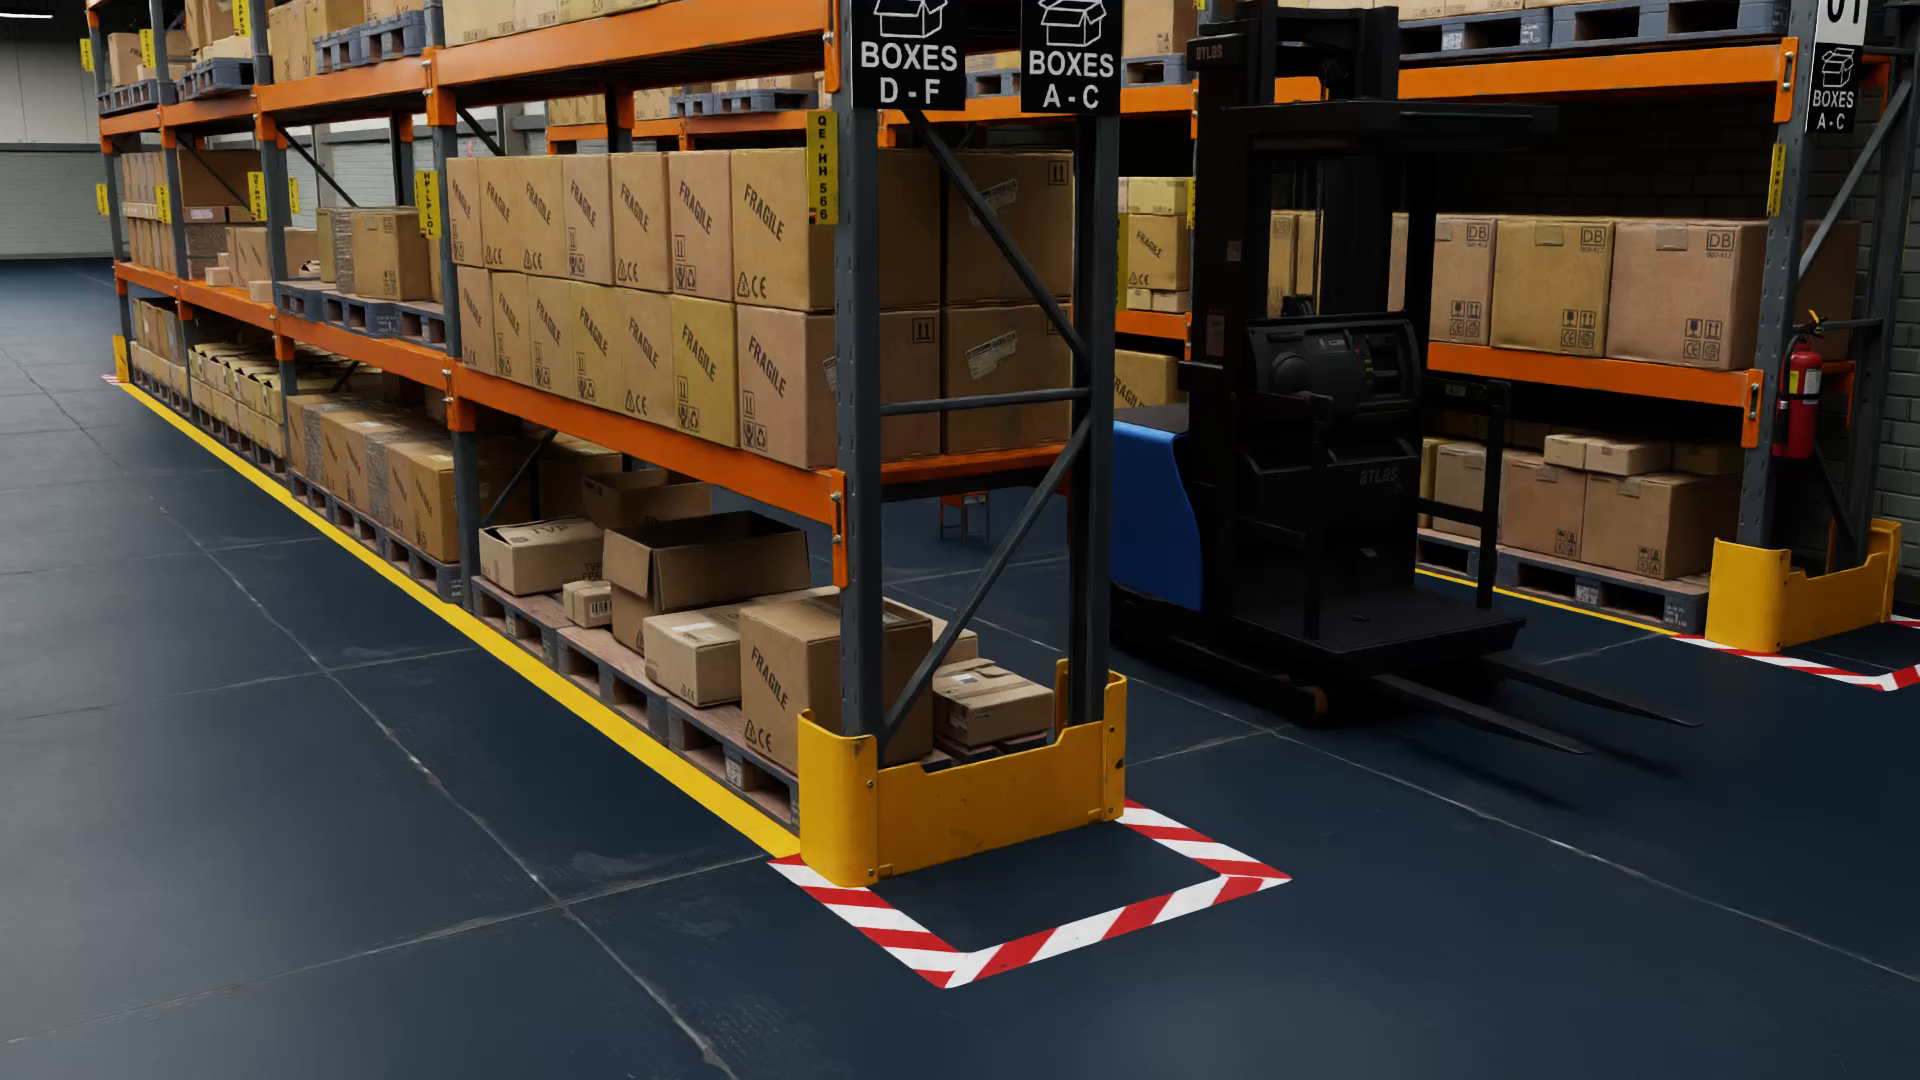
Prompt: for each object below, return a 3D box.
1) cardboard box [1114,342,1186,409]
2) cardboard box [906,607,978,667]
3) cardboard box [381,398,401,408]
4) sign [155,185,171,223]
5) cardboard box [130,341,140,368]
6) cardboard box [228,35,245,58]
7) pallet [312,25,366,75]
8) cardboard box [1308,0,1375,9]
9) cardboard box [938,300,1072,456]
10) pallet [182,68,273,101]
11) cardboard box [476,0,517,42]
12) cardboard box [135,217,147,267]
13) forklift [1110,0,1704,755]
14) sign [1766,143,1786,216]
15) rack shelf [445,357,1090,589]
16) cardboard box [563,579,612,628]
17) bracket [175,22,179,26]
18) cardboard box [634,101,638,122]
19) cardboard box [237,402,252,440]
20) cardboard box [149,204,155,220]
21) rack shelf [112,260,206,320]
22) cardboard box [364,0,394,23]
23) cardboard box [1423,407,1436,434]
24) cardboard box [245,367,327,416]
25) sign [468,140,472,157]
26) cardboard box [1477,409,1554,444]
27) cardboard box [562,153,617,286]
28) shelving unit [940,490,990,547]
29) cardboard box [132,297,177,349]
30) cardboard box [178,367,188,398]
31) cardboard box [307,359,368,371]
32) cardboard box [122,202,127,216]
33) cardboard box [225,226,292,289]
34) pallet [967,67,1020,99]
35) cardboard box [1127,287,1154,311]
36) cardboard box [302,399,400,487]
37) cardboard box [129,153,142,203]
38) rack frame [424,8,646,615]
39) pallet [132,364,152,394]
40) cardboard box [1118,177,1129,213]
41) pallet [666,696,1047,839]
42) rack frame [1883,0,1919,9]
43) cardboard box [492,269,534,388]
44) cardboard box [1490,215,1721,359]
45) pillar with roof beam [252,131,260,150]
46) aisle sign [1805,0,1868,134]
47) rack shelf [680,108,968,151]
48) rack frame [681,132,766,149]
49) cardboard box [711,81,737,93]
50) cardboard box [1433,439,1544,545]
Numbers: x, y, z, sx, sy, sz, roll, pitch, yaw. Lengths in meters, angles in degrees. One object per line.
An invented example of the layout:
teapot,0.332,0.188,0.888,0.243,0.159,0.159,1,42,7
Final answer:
cardboard box,1.506,-0.991,11.922,0.750,0.750,0.750,-8,15,-32
cardboard box,-0.274,0.471,6.591,0.500,0.250,0.500,-8,15,-33
cardboard box,-3.650,-0.716,11.434,0.500,0.500,0.500,-7,14,-31
sign,-7.041,-2.967,14.698,0.100,0.325,0.005,-8,15,-33
cardboard box,-8.684,-2.023,18.046,0.500,0.250,0.500,-8,15,-33
cardboard box,-5.275,-3.726,12.725,0.500,0.250,0.500,-8,15,-34
pallet,-3.028,-2.831,9.704,1.213,0.211,1.003,-8,15,-33
cardboard box,2.408,-3.136,9.792,0.500,0.250,0.500,-8,15,-34
cardboard box,0.042,-0.597,5.835,0.500,0.500,0.500,-8,15,-32
pallet,-5.437,-3.542,12.959,1.003,0.211,1.213,-7,14,-30
cardboard box,-1.811,-2.336,7.352,0.500,0.250,0.500,-8,15,-33
cardboard box,-8.253,-3.155,17.532,0.700,0.500,0.500,-8,14,-31
forklift,1.738,-0.777,7.053,1.130,2.935,3.031,-7,14,-29
sign,3.731,-1.644,7.595,0.100,0.325,0.005,-8,15,-33
rack shelf,-1.040,-0.442,7.045,1.077,0.370,4.000,-8,15,-33
cardboard box,-1.608,0.273,7.694,0.380,0.166,0.250,-8,15,-33
bracket,-21.699,-14.221,45.902,0.076,0.066,3.189,-8,15,-33
cardboard box,-3.552,-4.929,18.577,0.500,0.500,0.500,-9,15,-35
cardboard box,-5.423,-0.968,13.220,0.500,0.250,0.500,-8,15,-31
cardboard box,-7.761,-3.233,16.374,0.380,0.149,0.250,-8,14,-31
rack shelf,-7.688,-2.576,16.804,1.077,0.370,4.000,-8,15,-33
cardboard box,-3.107,-3.252,9.741,0.600,0.600,0.600,-9,15,-35
cardboard box,2.630,-0.716,9.967,0.380,0.149,0.250,-9,15,-34
cardboard box,-5.153,-1.152,12.749,0.500,0.311,0.500,-8,15,-34
sign,-8.150,-6.505,27.660,0.001,0.298,0.199,-8,15,-33
cardboard box,3.251,-0.665,9.731,0.380,0.149,0.250,-8,15,-32
cardboard box,-1.263,-1.294,6.685,0.500,0.500,0.500,-8,14,-31
shelving unit,0.030,-0.503,10.206,0.215,1.050,0.252,-8,15,-33
cardboard box,-8.406,-2.301,17.561,0.500,0.500,0.500,-8,15,-33
cardboard box,-7.019,-1.490,15.609,0.500,0.250,0.500,-8,15,-33
cardboard box,-4.988,-1.308,13.460,0.500,0.311,0.500,-9,15,-34
cardboard box,-8.758,-3.554,17.838,0.380,0.149,0.250,-8,15,-33
cardboard box,-5.876,-2.388,14.028,0.500,0.500,0.500,-7,14,-29
pallet,0.781,-3.514,12.829,1.003,0.211,1.213,-7,14,-30
cardboard box,1.391,-1.692,11.618,0.380,0.149,0.250,-8,15,-32
cardboard box,-4.055,-0.647,11.120,0.500,0.500,0.500,-9,15,-35
cardboard box,-8.223,-3.779,17.350,0.700,0.500,0.500,-9,15,-34
rack frame,-2.148,-1.149,8.595,1.000,3.000,0.127,-8,15,-33
pallet,-8.338,-1.790,18.053,1.003,0.211,1.213,-8,15,-33
cardboard box,1.227,-2.451,11.817,0.500,0.250,0.500,-8,15,-32
pallet,-0.416,0.770,6.349,1.003,0.211,1.213,-8,15,-33
rack frame,4.190,-3.955,7.385,1.000,3.000,0.127,-8,15,-33
cardboard box,-1.806,-0.984,7.607,0.500,0.500,0.500,-8,15,-32
cardboard box,3.487,-1.389,8.989,0.980,0.700,0.700,-8,15,-33
pillar with roof beam,-20.448,-10.538,37.484,9.100,9.000,0.548,-8,15,-33
aisle sign,3.980,-2.246,7.527,0.394,0.787,0.004,-8,15,-33
rack shelf,-1.350,-3.917,15.915,1.077,0.370,4.000,-8,15,-33
rack frame,-2.458,-3.159,17.785,1.000,3.000,0.127,-8,15,-33
cardboard box,-2.222,-4.771,16.921,0.500,0.500,0.500,-6,14,-25
cardboard box,3.163,-0.300,9.579,0.700,0.500,0.500,-9,15,-35
